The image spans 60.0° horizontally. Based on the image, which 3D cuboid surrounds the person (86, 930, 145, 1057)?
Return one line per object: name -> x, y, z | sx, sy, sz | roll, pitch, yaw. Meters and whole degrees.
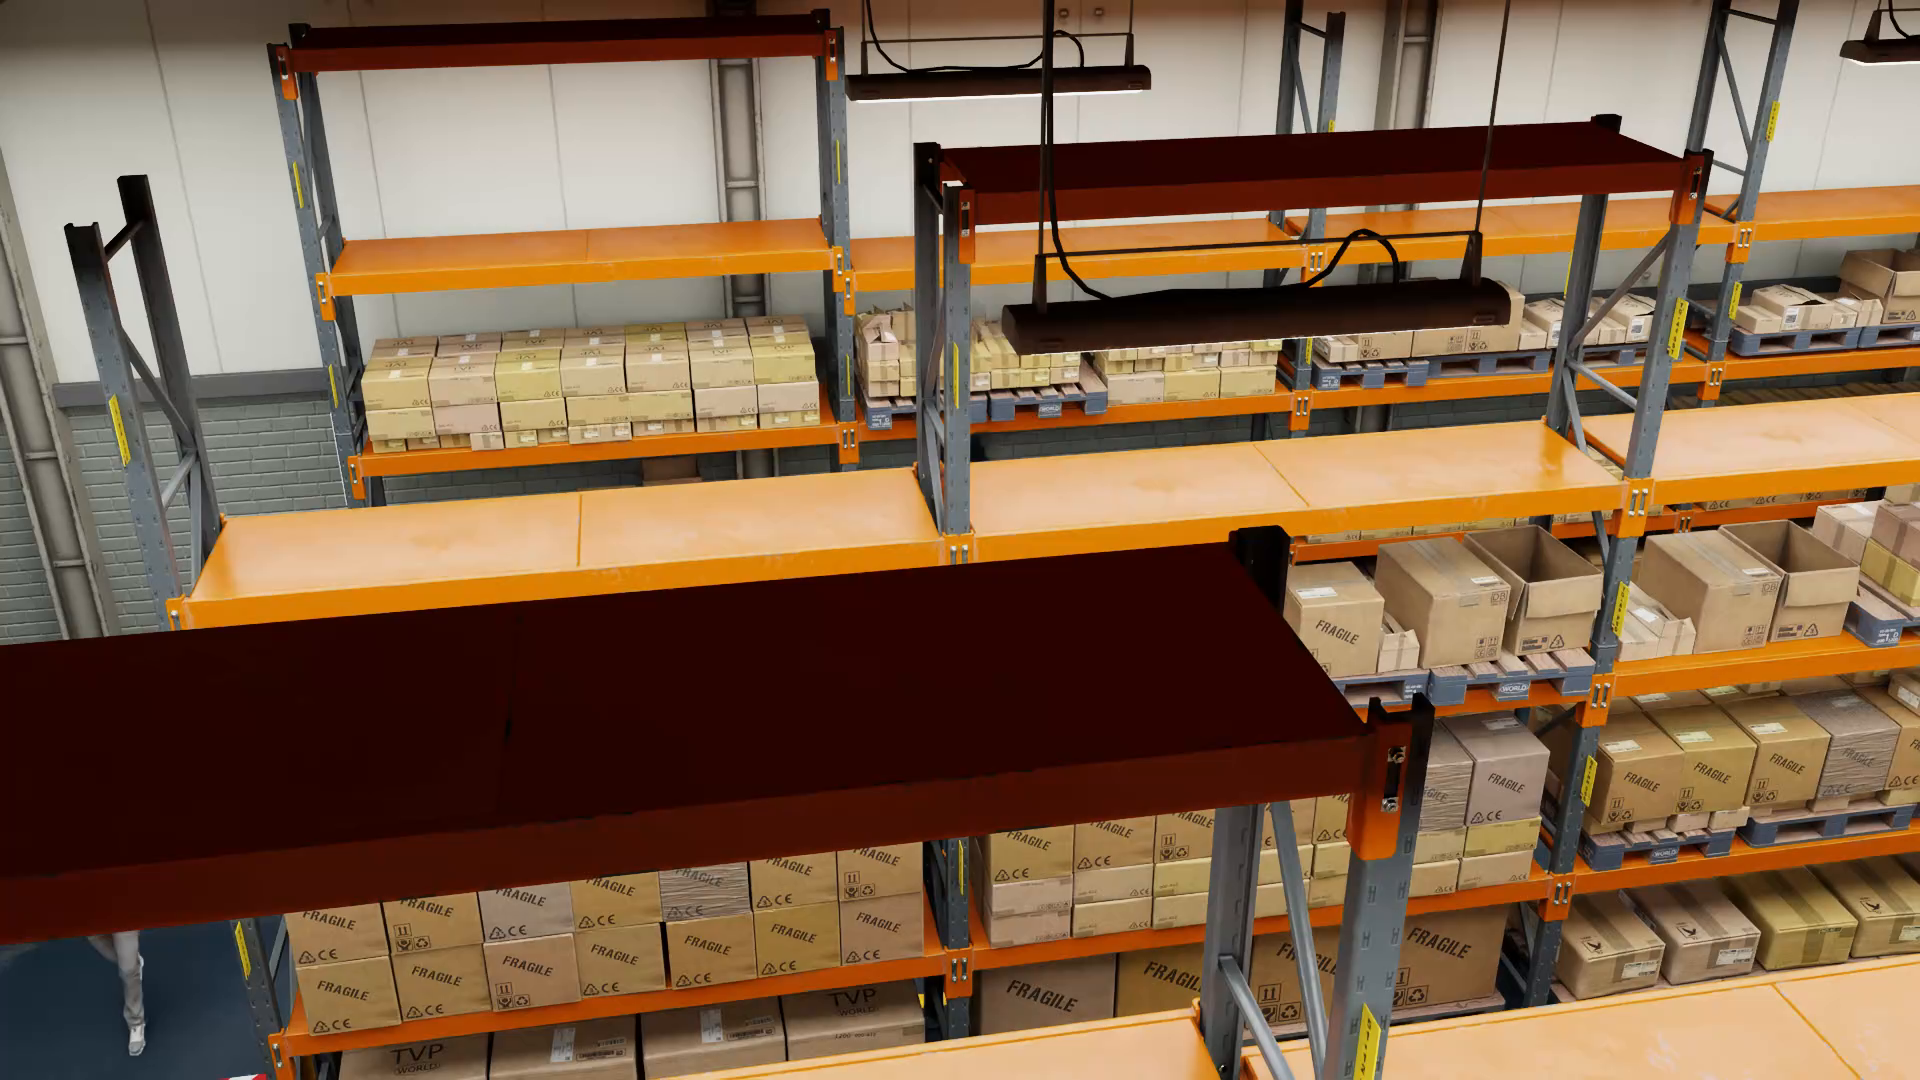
person -> -5.682, 2.607, 11.136 | 0.551, 1.531, 0.811 | -6, 26, -12
